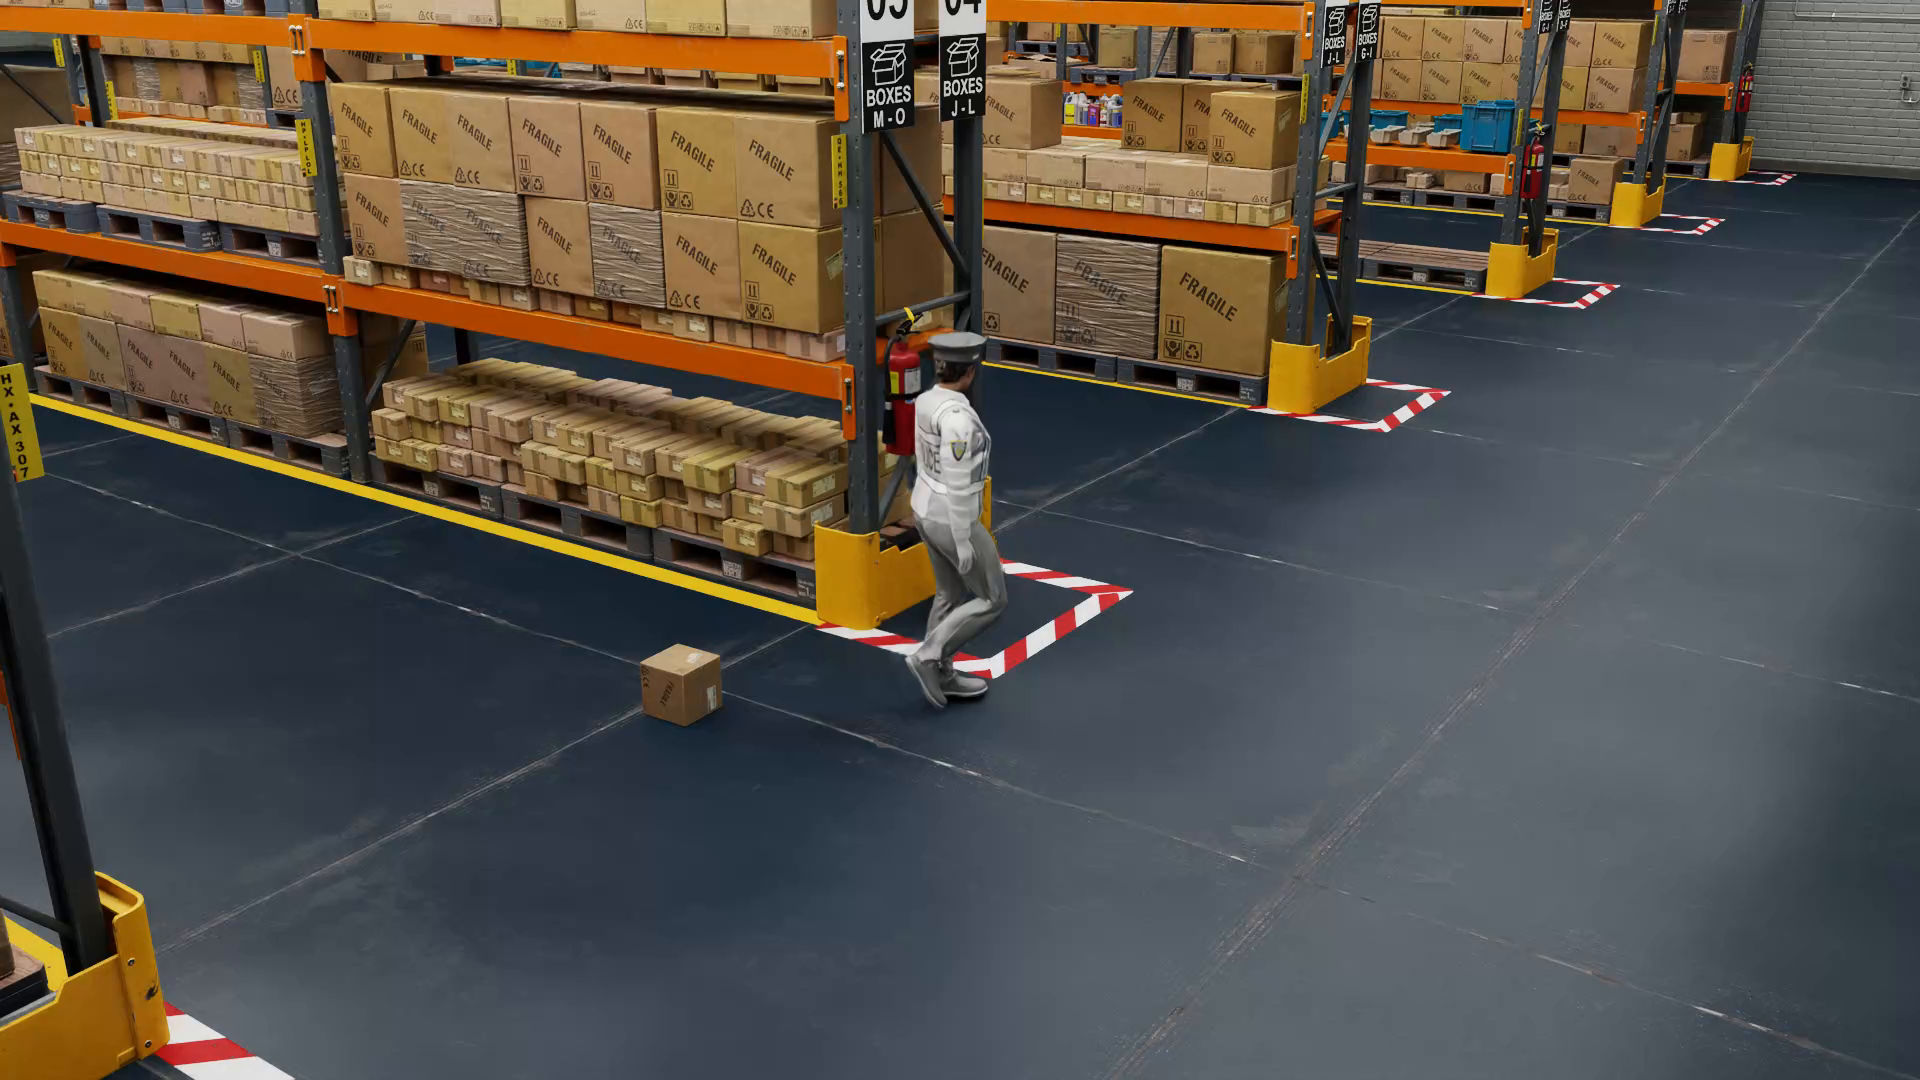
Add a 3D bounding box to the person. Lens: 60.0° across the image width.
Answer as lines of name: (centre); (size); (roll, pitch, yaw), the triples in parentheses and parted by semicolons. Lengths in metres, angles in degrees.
person: (-0.055, -0.075, 7.210); (0.446, 1.659, 0.526); (-6, 21, -17)
